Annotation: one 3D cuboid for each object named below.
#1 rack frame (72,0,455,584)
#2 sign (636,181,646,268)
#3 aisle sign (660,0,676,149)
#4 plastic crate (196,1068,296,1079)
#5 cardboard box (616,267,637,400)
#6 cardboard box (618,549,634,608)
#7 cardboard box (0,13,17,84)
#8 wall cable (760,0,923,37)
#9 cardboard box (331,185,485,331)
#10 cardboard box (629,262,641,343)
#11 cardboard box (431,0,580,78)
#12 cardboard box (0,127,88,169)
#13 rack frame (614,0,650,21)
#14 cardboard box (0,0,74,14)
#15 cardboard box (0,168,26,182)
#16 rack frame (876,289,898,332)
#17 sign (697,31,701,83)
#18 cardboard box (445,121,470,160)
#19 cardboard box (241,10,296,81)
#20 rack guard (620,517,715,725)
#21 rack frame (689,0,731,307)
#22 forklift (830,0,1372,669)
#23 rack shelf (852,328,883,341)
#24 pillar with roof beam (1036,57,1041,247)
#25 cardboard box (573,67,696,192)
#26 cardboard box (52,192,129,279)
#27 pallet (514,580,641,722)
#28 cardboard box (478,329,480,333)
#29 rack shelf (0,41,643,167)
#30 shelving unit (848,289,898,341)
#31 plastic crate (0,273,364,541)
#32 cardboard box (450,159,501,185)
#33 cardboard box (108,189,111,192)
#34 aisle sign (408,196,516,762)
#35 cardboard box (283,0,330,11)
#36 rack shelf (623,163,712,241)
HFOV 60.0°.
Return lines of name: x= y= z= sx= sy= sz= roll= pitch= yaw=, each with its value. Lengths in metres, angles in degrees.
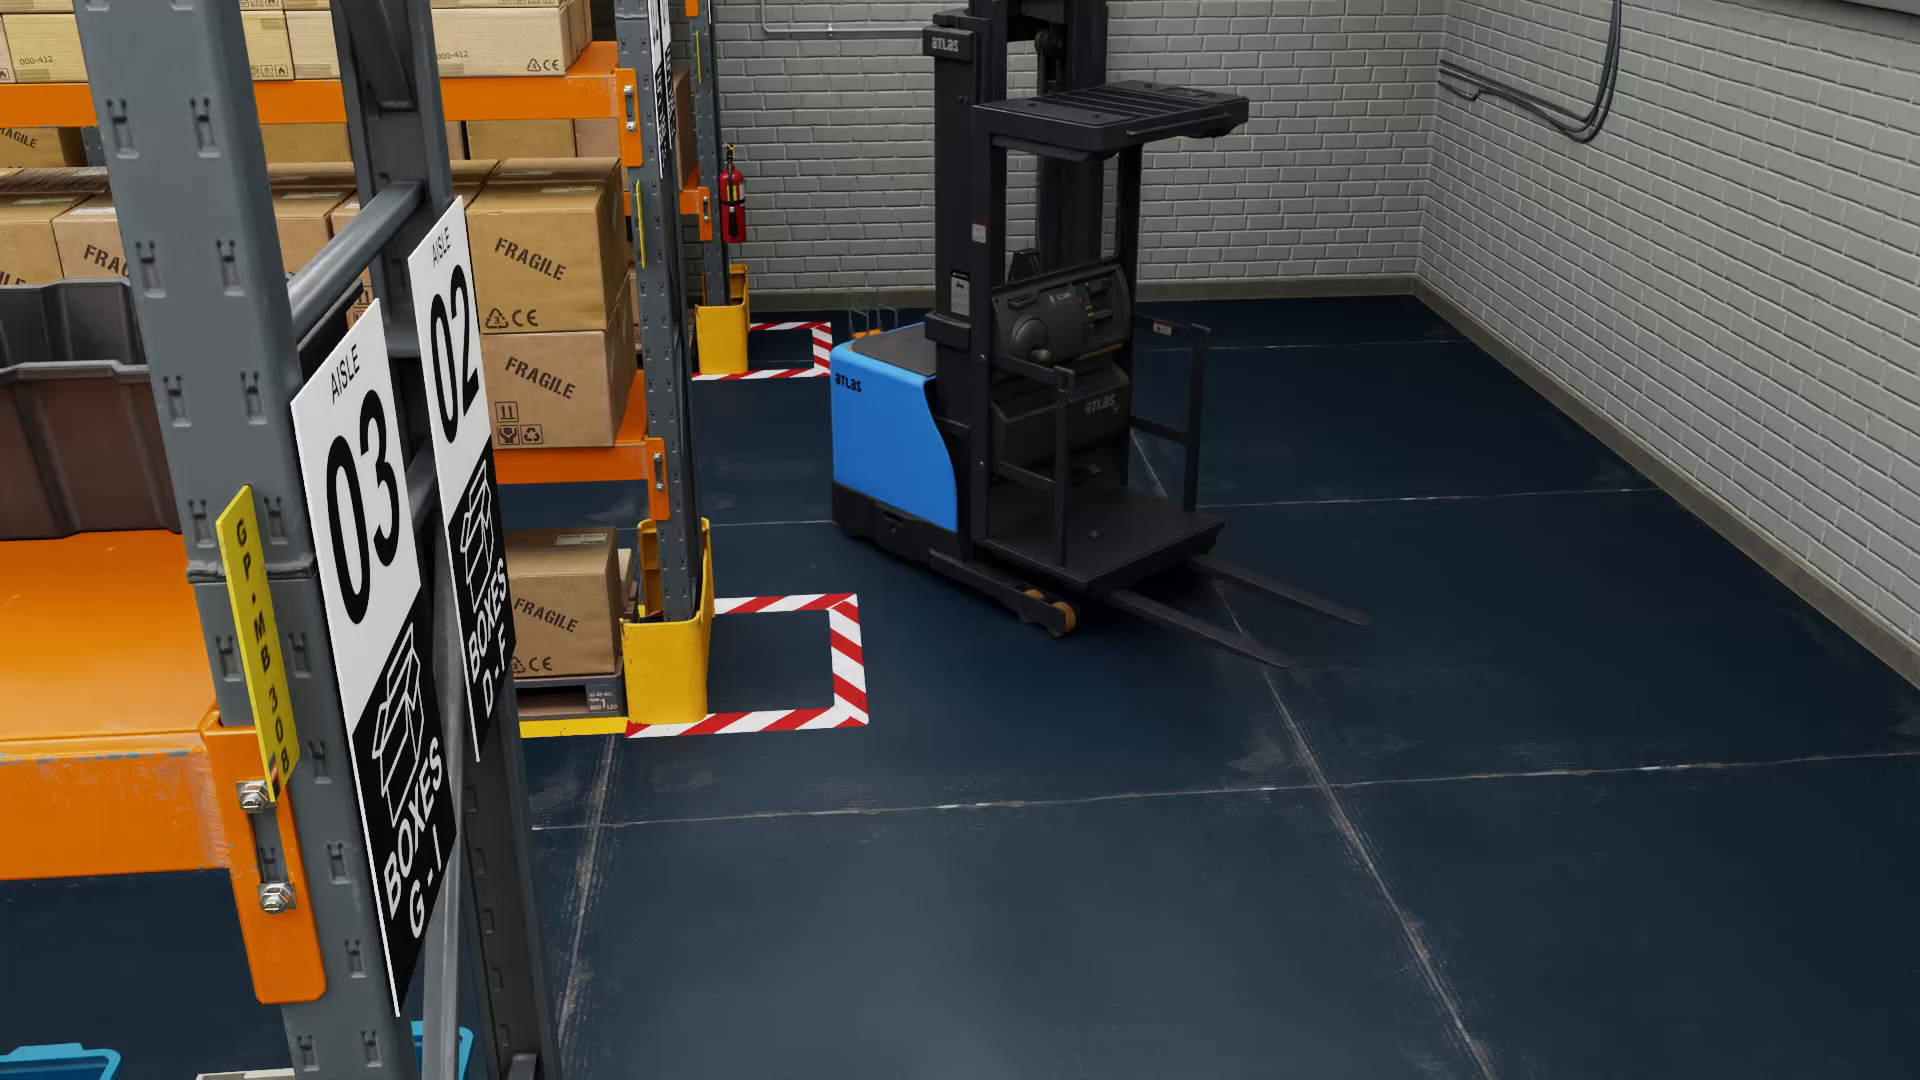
rack frame: x=-0.803 y=-1.529 z=1.611 sx=0.127 sy=3.000 sz=1.000 roll=-2 pitch=24 yaw=-5
sign: x=-1.252 y=-1.238 z=6.528 sx=0.005 sy=0.325 sz=0.100 roll=-2 pitch=24 yaw=-5
aisle sign: x=-1.247 y=-2.099 z=7.079 sx=0.004 sy=0.787 sz=0.394 roll=-2 pitch=24 yaw=-5
plastic crate: x=-1.409 y=1.162 z=3.194 sx=0.298 sy=0.136 sz=0.250 roll=-2 pitch=24 yaw=-5
cardboard box: x=-1.754 y=-0.924 z=7.514 sx=0.500 sy=0.500 sz=0.500 roll=-2 pitch=24 yaw=-4
cardboard box: x=-1.737 y=0.190 z=8.099 sx=0.250 sy=0.149 sz=0.380 roll=-2 pitch=24 yaw=-5
cardboard box: x=-3.763 y=-1.889 z=6.299 sx=0.500 sy=0.250 sz=0.500 roll=-2 pitch=24 yaw=-5
wall cable: x=-0.596 y=-3.690 z=12.607 sx=1.851 sy=1.984 sz=0.084 roll=-2 pitch=24 yaw=-5
cardboard box: x=-2.205 y=-1.143 z=6.774 sx=0.500 sy=0.500 sz=0.500 roll=-2 pitch=24 yaw=-4
cardboard box: x=-2.464 y=-1.773 z=12.107 sx=0.500 sy=0.500 sz=0.700 roll=-2 pitch=24 yaw=-5
cardboard box: x=-1.772 y=-1.965 z=6.469 sx=0.500 sy=0.250 sz=0.500 roll=-2 pitch=24 yaw=-5
cardboard box: x=-6.192 y=-2.703 z=11.124 sx=0.500 sy=0.500 sz=0.500 roll=-3 pitch=24 yaw=-6
rack frame: x=-1.286 y=-3.531 z=6.116 sx=0.127 sy=3.000 sz=1.000 roll=-2 pitch=24 yaw=-5
cardboard box: x=-3.265 y=-2.136 z=6.238 sx=0.500 sy=0.250 sz=0.500 roll=-2 pitch=24 yaw=-5
cardboard box: x=-4.280 y=-1.279 z=7.081 sx=0.500 sy=0.500 sz=0.500 roll=-3 pitch=24 yaw=-6
rack frame: x=-0.405 y=-0.850 z=9.670 sx=0.006 sy=1.200 sz=0.240 roll=-14 pitch=25 yaw=-28
sign: x=-1.737 y=-3.209 z=11.060 sx=0.005 sy=0.325 sz=0.100 roll=-2 pitch=24 yaw=-5
cardboard box: x=-3.766 y=-2.844 z=11.587 sx=0.700 sy=0.700 sz=0.980 roll=-3 pitch=24 yaw=-8
cardboard box: x=-2.767 y=-1.924 z=6.378 sx=0.500 sy=0.250 sz=0.500 roll=-2 pitch=24 yaw=-5
rack guard: x=-1.362 y=0.355 z=7.835 sx=0.348 sy=0.500 sz=1.175 roll=-2 pitch=24 yaw=-5
rack frame: x=-1.777 y=-2.792 z=11.838 sx=0.127 sy=3.000 sz=1.000 roll=-2 pitch=24 yaw=-5
forklift: x=0.659 y=-1.103 z=8.123 sx=1.130 sy=2.935 sz=3.031 roll=-21 pitch=32 yaw=-39
rack shelf: x=-0.490 y=-1.124 z=9.510 sx=0.180 sy=0.103 sz=0.258 roll=-14 pitch=25 yaw=-28
pillar with roof beam: x=1.248 y=-4.251 z=7.734 sx=0.400 sy=9.000 sz=9.100 roll=-2 pitch=24 yaw=-5
cardboard box: x=-2.283 y=-2.905 z=11.723 sx=0.700 sy=0.700 sz=0.980 roll=-1 pitch=24 yaw=-3
cardboard box: x=-3.231 y=-1.100 z=6.678 sx=0.500 sy=0.500 sz=0.500 roll=-2 pitch=24 yaw=-4
pallet: x=-2.155 y=0.520 z=7.821 sx=1.213 sy=0.211 sz=1.003 roll=-2 pitch=24 yaw=-5
cardboard box: x=-2.221 y=-0.686 z=6.976 sx=0.500 sy=0.500 sz=0.500 roll=-2 pitch=24 yaw=-5
rack shelf: x=-3.277 y=-1.752 z=6.691 sx=4.000 sy=0.370 sz=1.077 roll=-2 pitch=24 yaw=-5
shelving unit: x=-0.484 y=-0.831 z=9.628 sx=0.189 sy=1.200 sz=0.258 roll=-14 pitch=25 yaw=-28
plastic crate: x=-1.214 y=-0.196 z=2.465 sx=0.590 sy=0.269 sz=0.497 roll=-2 pitch=24 yaw=-5
cardboard box: x=-2.273 y=-1.357 z=7.257 sx=0.500 sy=0.500 sz=0.500 roll=-2 pitch=24 yaw=-5
cardboard box: x=-3.277 y=-1.319 z=7.170 sx=0.500 sy=0.500 sz=0.500 roll=-3 pitch=24 yaw=-6
aisle sign: x=-0.761 y=-0.098 z=2.578 sx=0.004 sy=0.787 sz=0.394 roll=-2 pitch=24 yaw=-5
cardboard box: x=-2.270 y=-2.177 z=6.330 sx=0.500 sy=0.250 sz=0.500 roll=-2 pitch=24 yaw=-5
rack shelf: x=-3.767 y=-2.383 z=11.805 sx=4.000 sy=0.370 sz=1.077 roll=-2 pitch=24 yaw=-5
